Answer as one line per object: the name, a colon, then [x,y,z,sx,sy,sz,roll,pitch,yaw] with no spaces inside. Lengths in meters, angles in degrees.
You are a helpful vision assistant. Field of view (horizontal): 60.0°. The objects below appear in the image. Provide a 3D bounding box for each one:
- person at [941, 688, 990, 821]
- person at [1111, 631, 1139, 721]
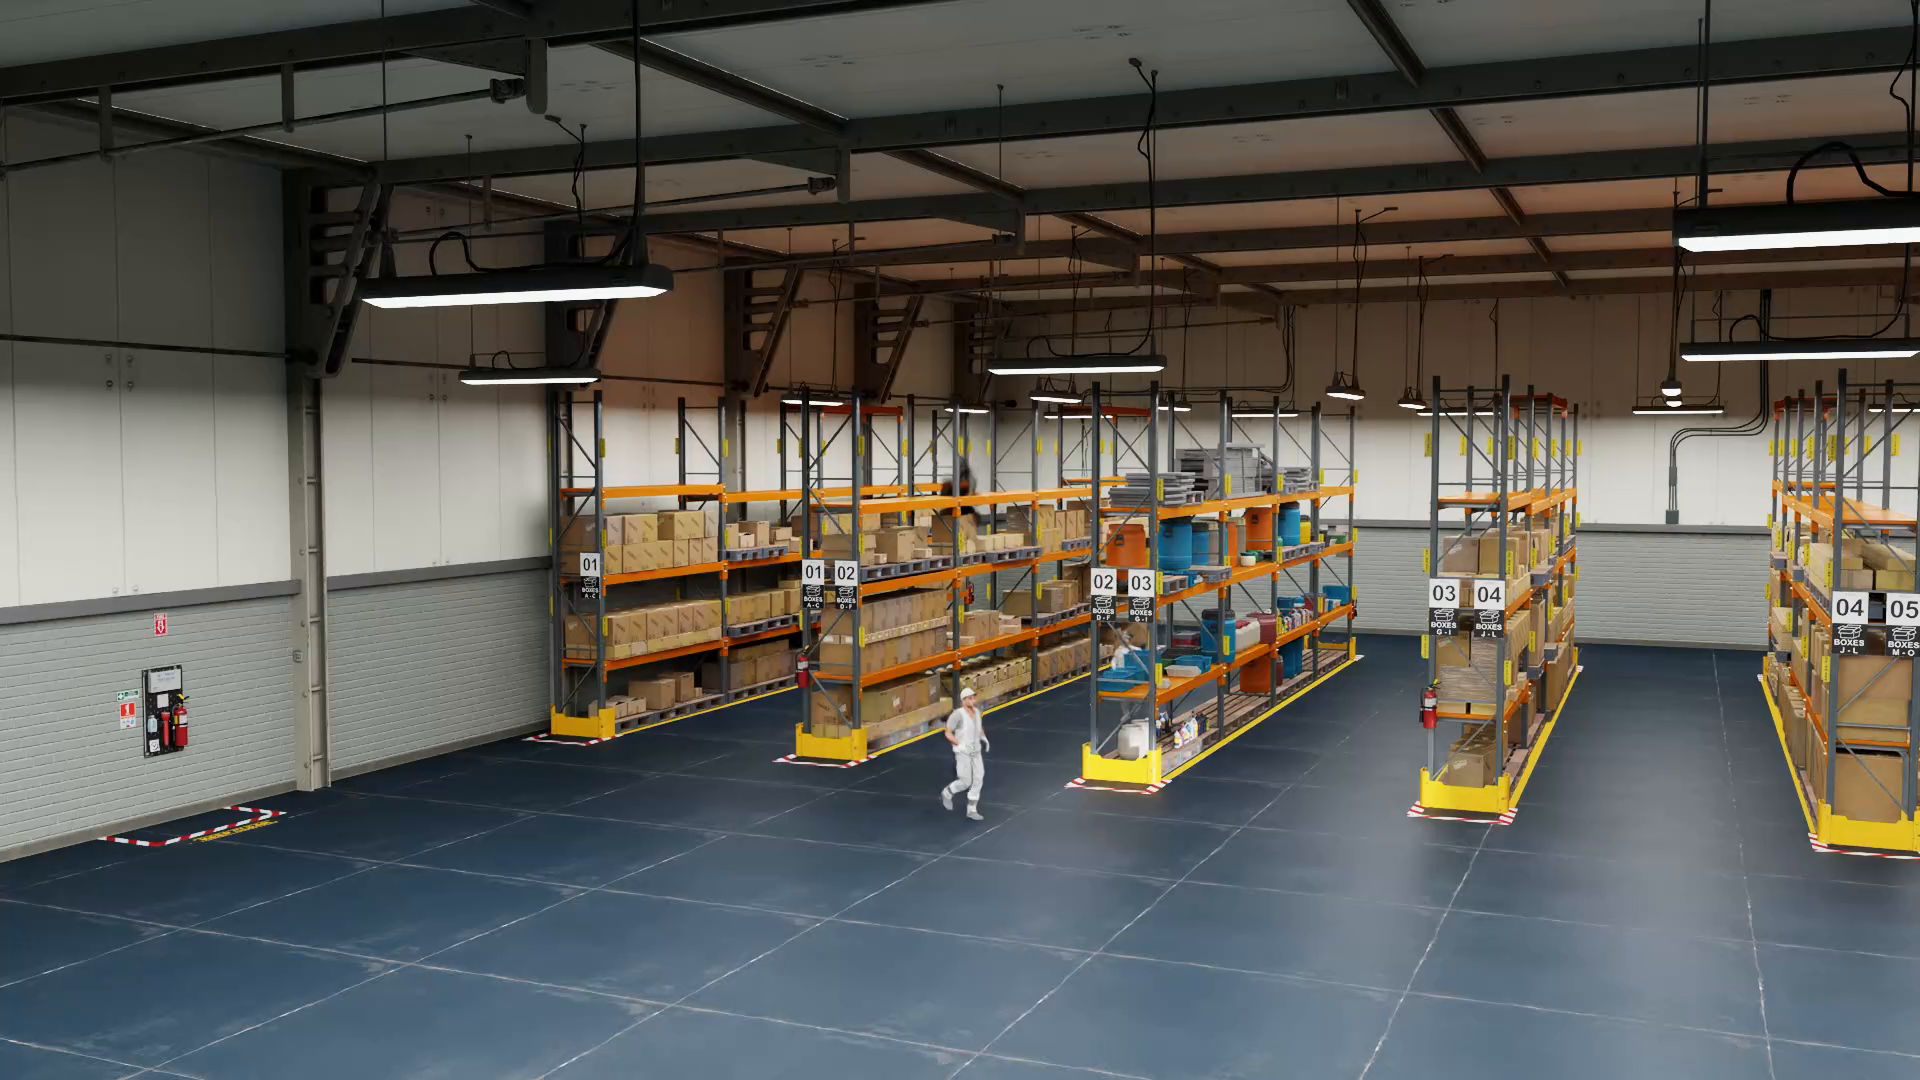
person: [0.075,2.881,22.543,0.683,1.771,0.717,-3,4,-42]
person: [3.070,2.493,30.562,0.653,1.656,0.547,2,4,27]
